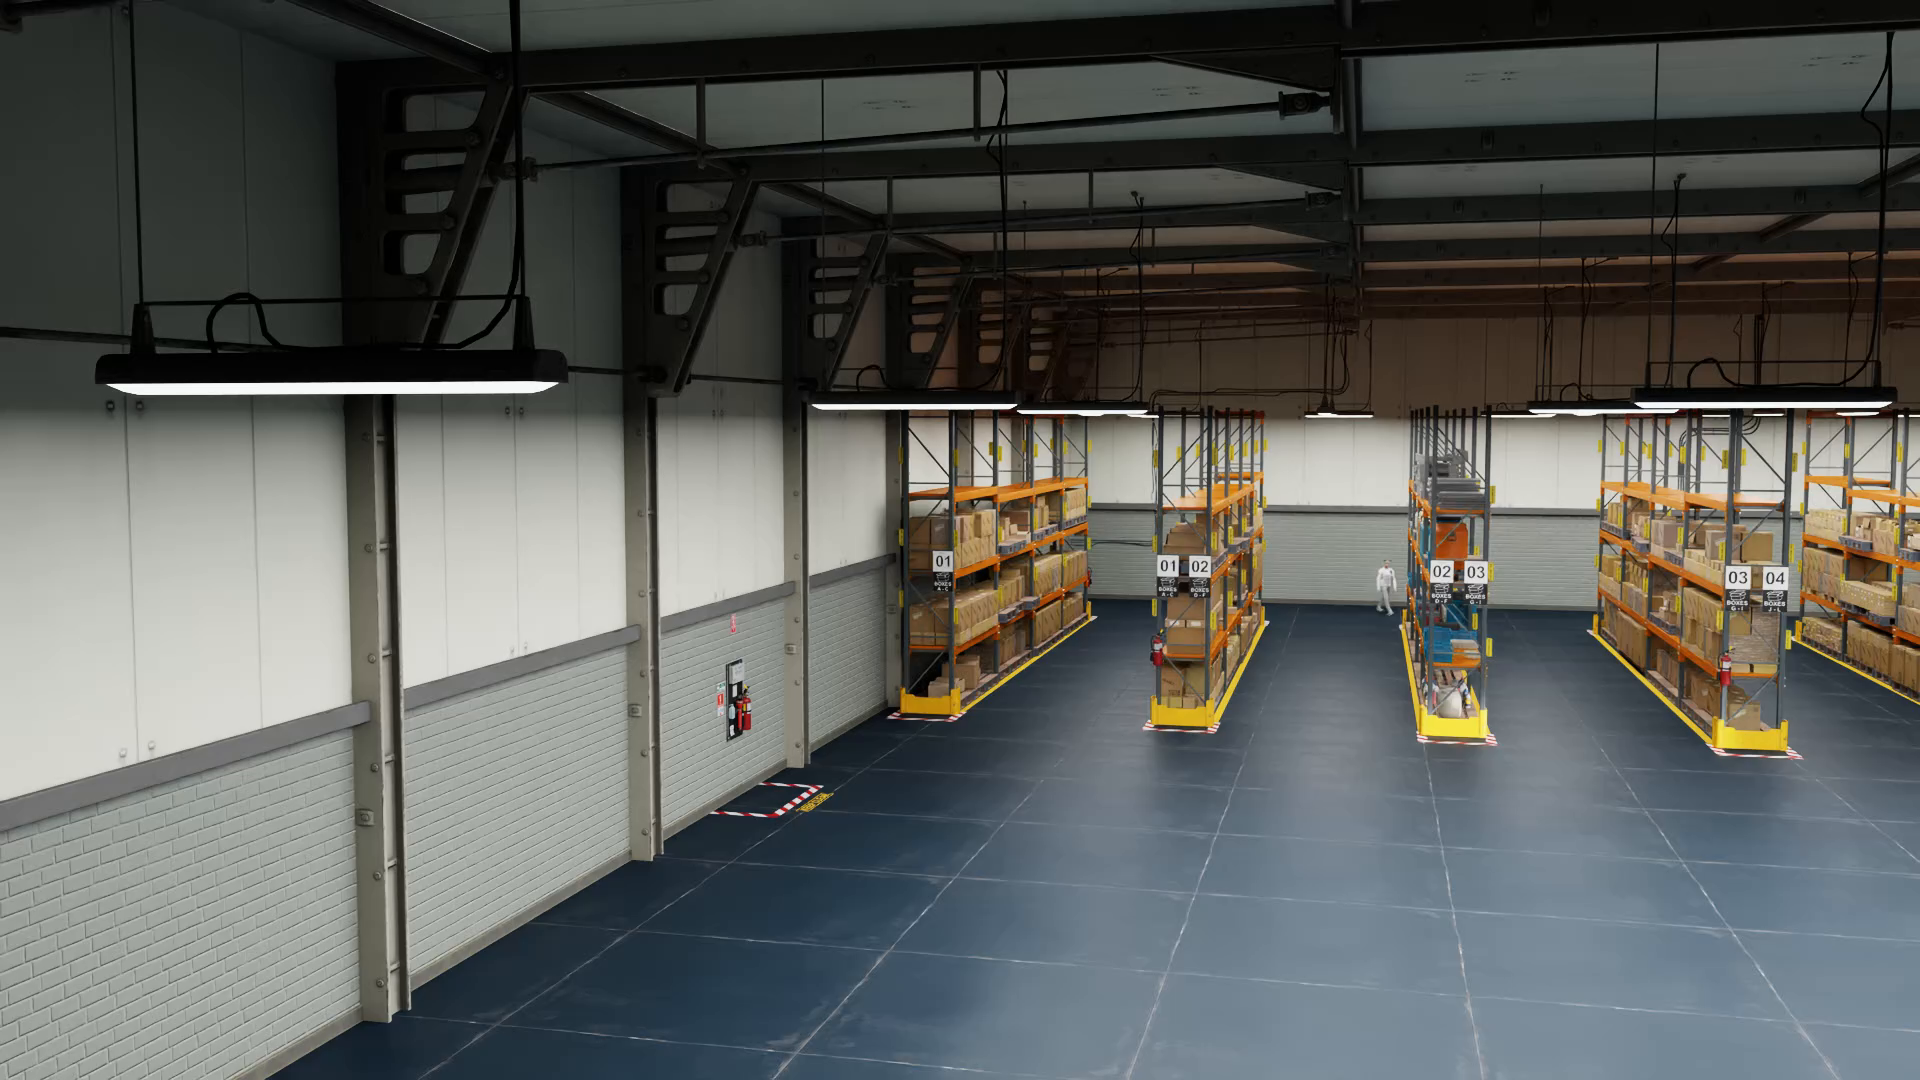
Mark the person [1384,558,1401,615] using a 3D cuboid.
[{"bbox_3d":[12.714,1.360,48.970,0.439,1.658,0.690,-2,4,-22],"label":"person"}]
